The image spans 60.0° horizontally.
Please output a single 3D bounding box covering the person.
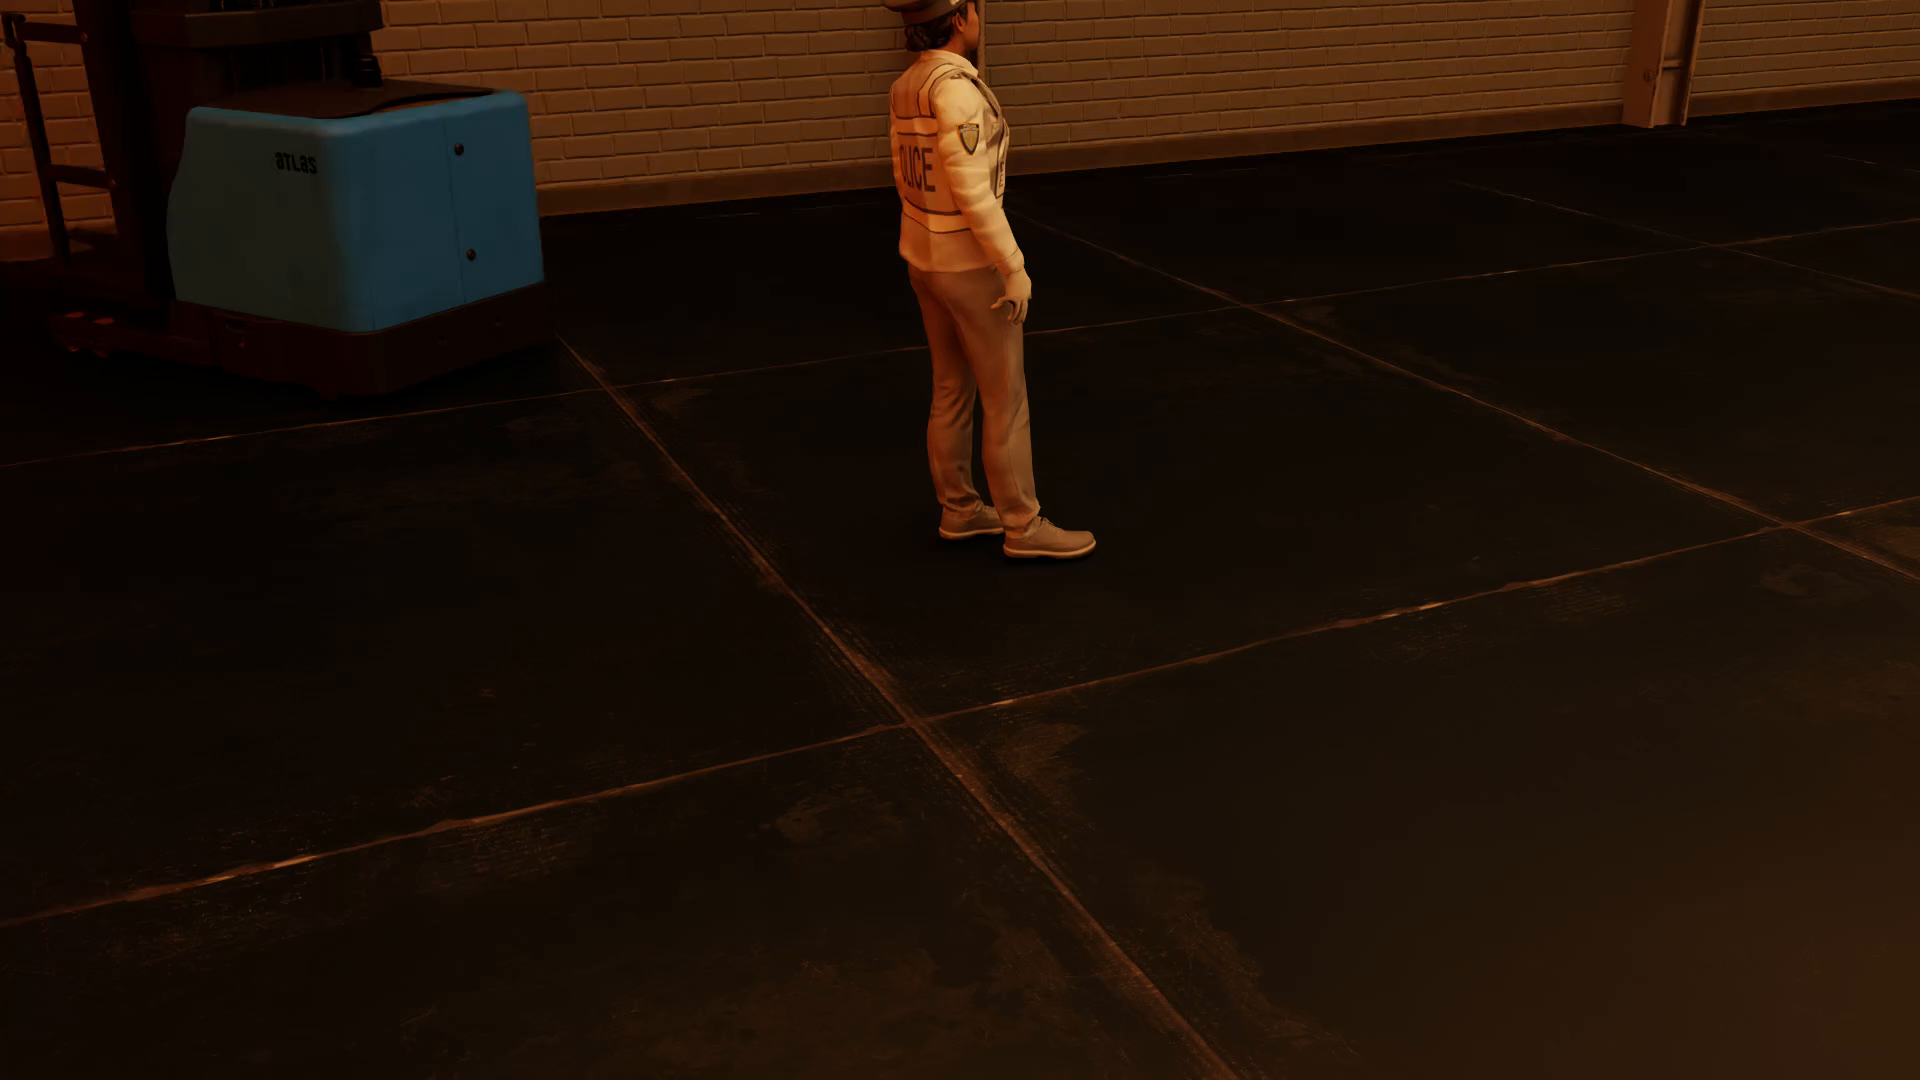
[{"bbox_3d":[0.065,-0.798,4.800,0.530,1.694,0.586,-10,25,-23],"label":"person"}]

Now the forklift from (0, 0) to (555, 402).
[{"bbox_3d":[-3.240,-2.273,6.757,3.031,2.935,1.130,12,26,27],"label":"forklift"}]
